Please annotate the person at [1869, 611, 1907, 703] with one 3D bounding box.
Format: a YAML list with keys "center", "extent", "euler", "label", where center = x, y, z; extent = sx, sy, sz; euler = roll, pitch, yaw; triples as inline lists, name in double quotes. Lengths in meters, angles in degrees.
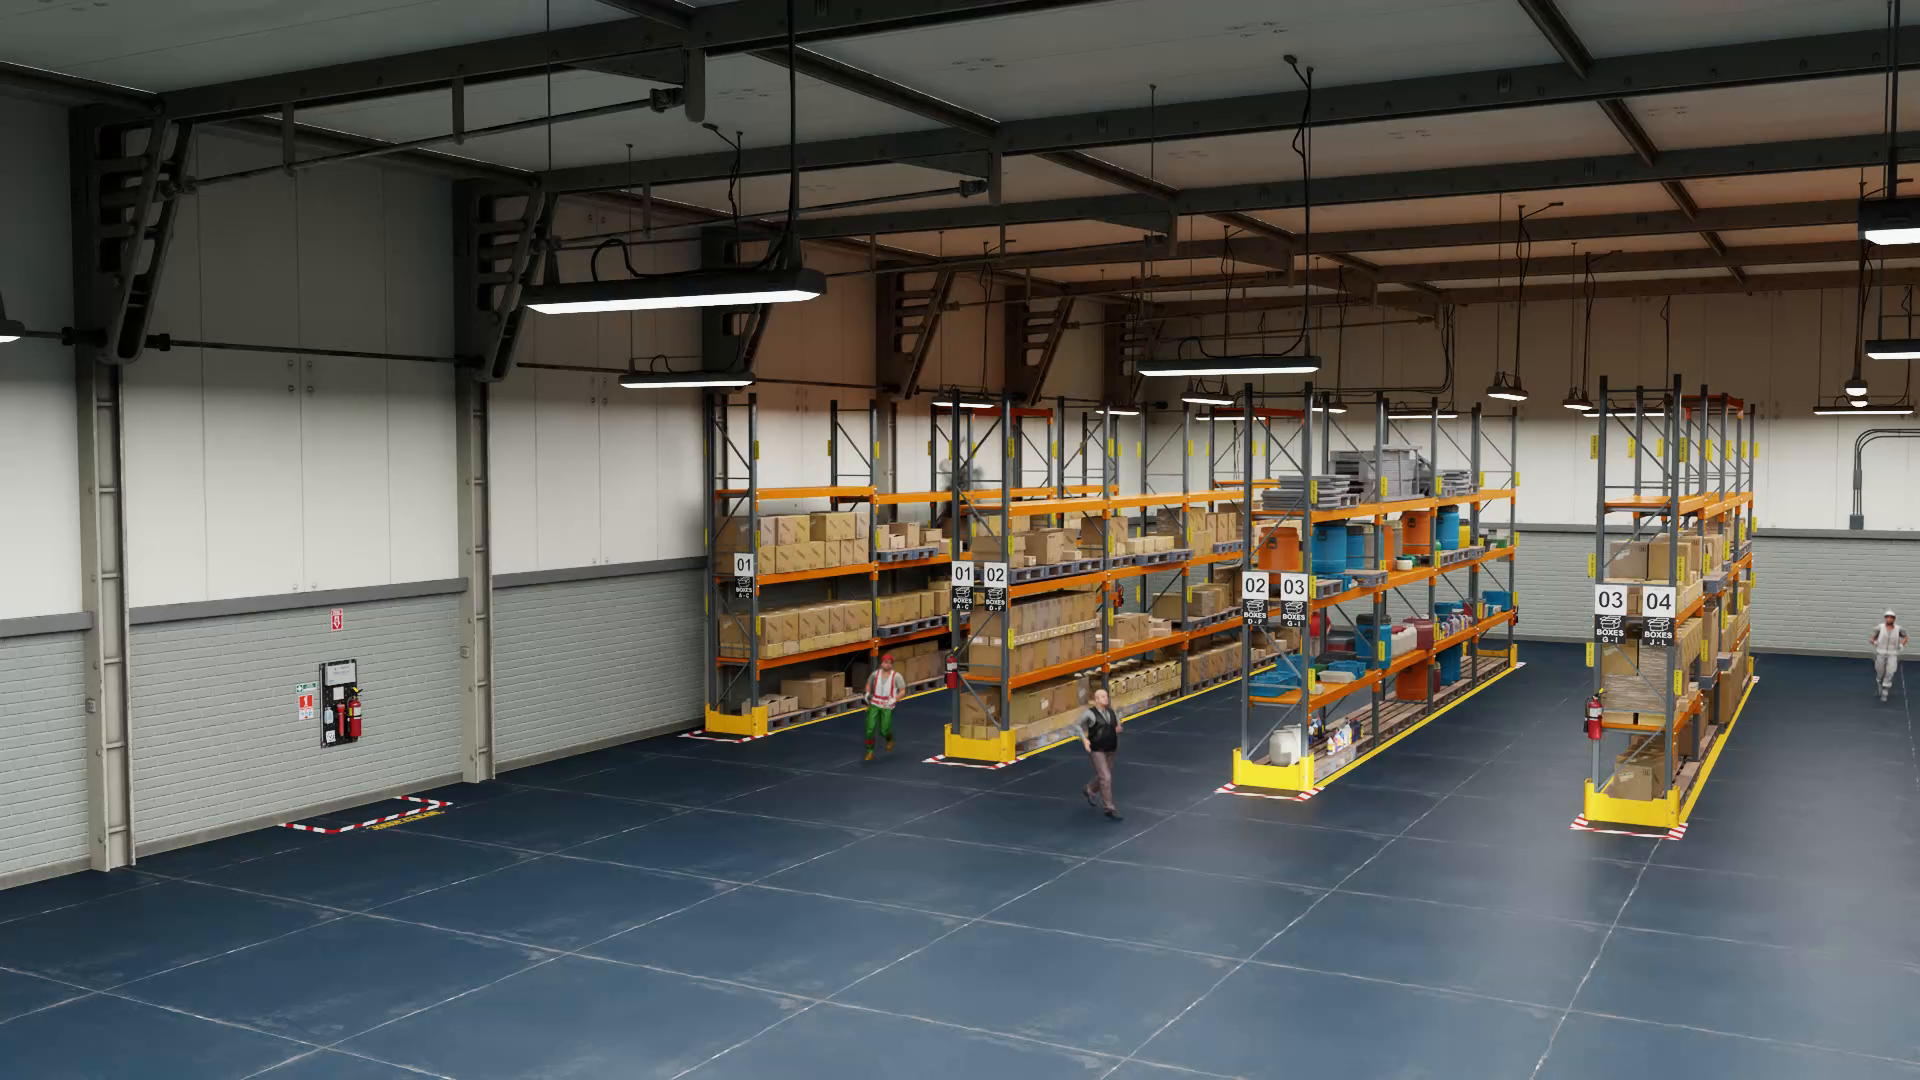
- center: [18.564, 2.290, 33.268]
  extent: [0.661, 1.750, 0.967]
  euler: [2, 4, 29]
  label: "person"

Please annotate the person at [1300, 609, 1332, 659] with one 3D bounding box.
- center: [7.646, 2.220, 35.880]
  extent: [0.644, 1.740, 0.660]
  euler: [1, 3, 22]
  label: "person"

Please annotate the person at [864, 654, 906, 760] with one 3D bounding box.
- center: [-1.230, 2.697, 27.050]
  extent: [0.671, 1.708, 0.602]
  euler: [1, 3, 14]
  label: "person"

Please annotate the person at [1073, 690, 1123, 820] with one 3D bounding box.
- center: [1.939, 2.892, 22.700]
  extent: [0.657, 1.703, 0.971]
  euler: [-2, 4, -35]
  label: "person"
